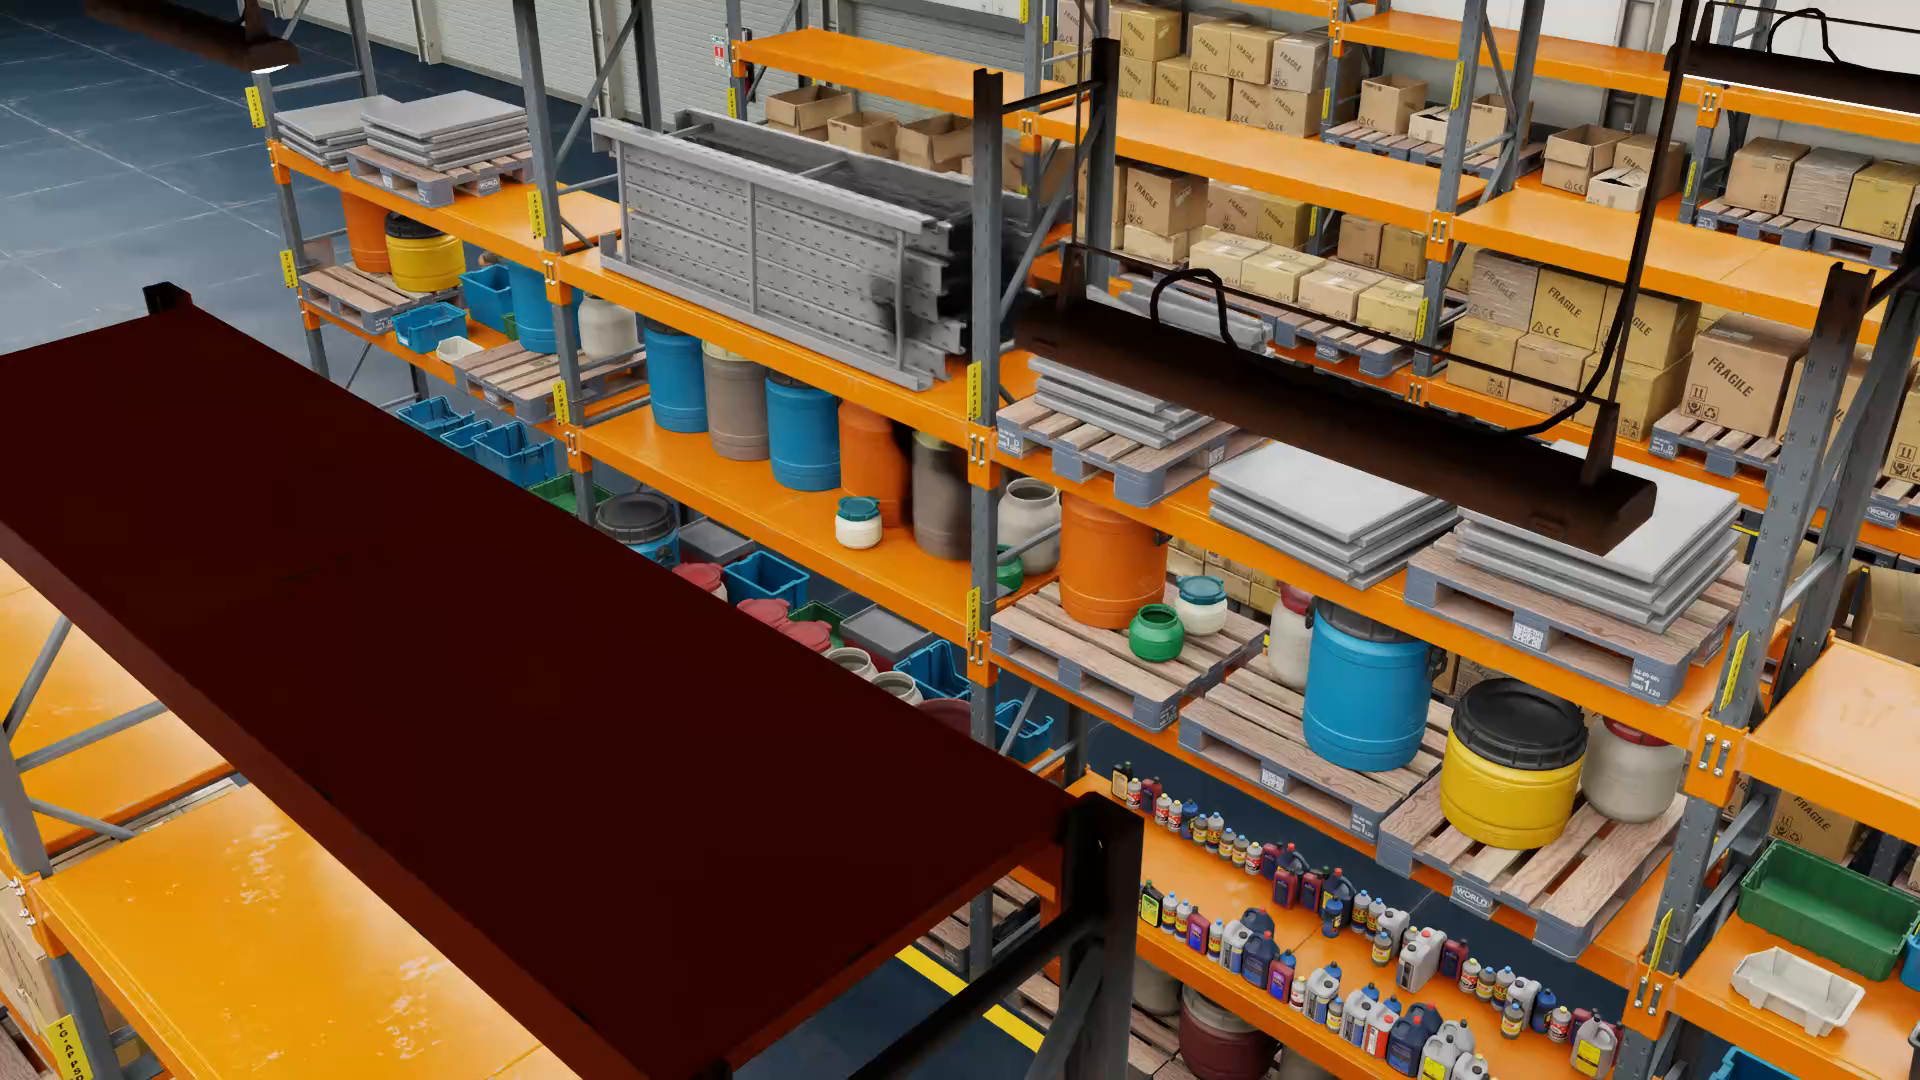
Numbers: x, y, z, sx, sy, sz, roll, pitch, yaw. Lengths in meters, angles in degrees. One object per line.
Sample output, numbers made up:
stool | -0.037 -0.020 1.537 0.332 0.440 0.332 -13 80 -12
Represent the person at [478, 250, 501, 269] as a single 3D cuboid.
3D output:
person | -5.250 -2.516 19.049 0.869 1.669 0.592 -5 30 -8
